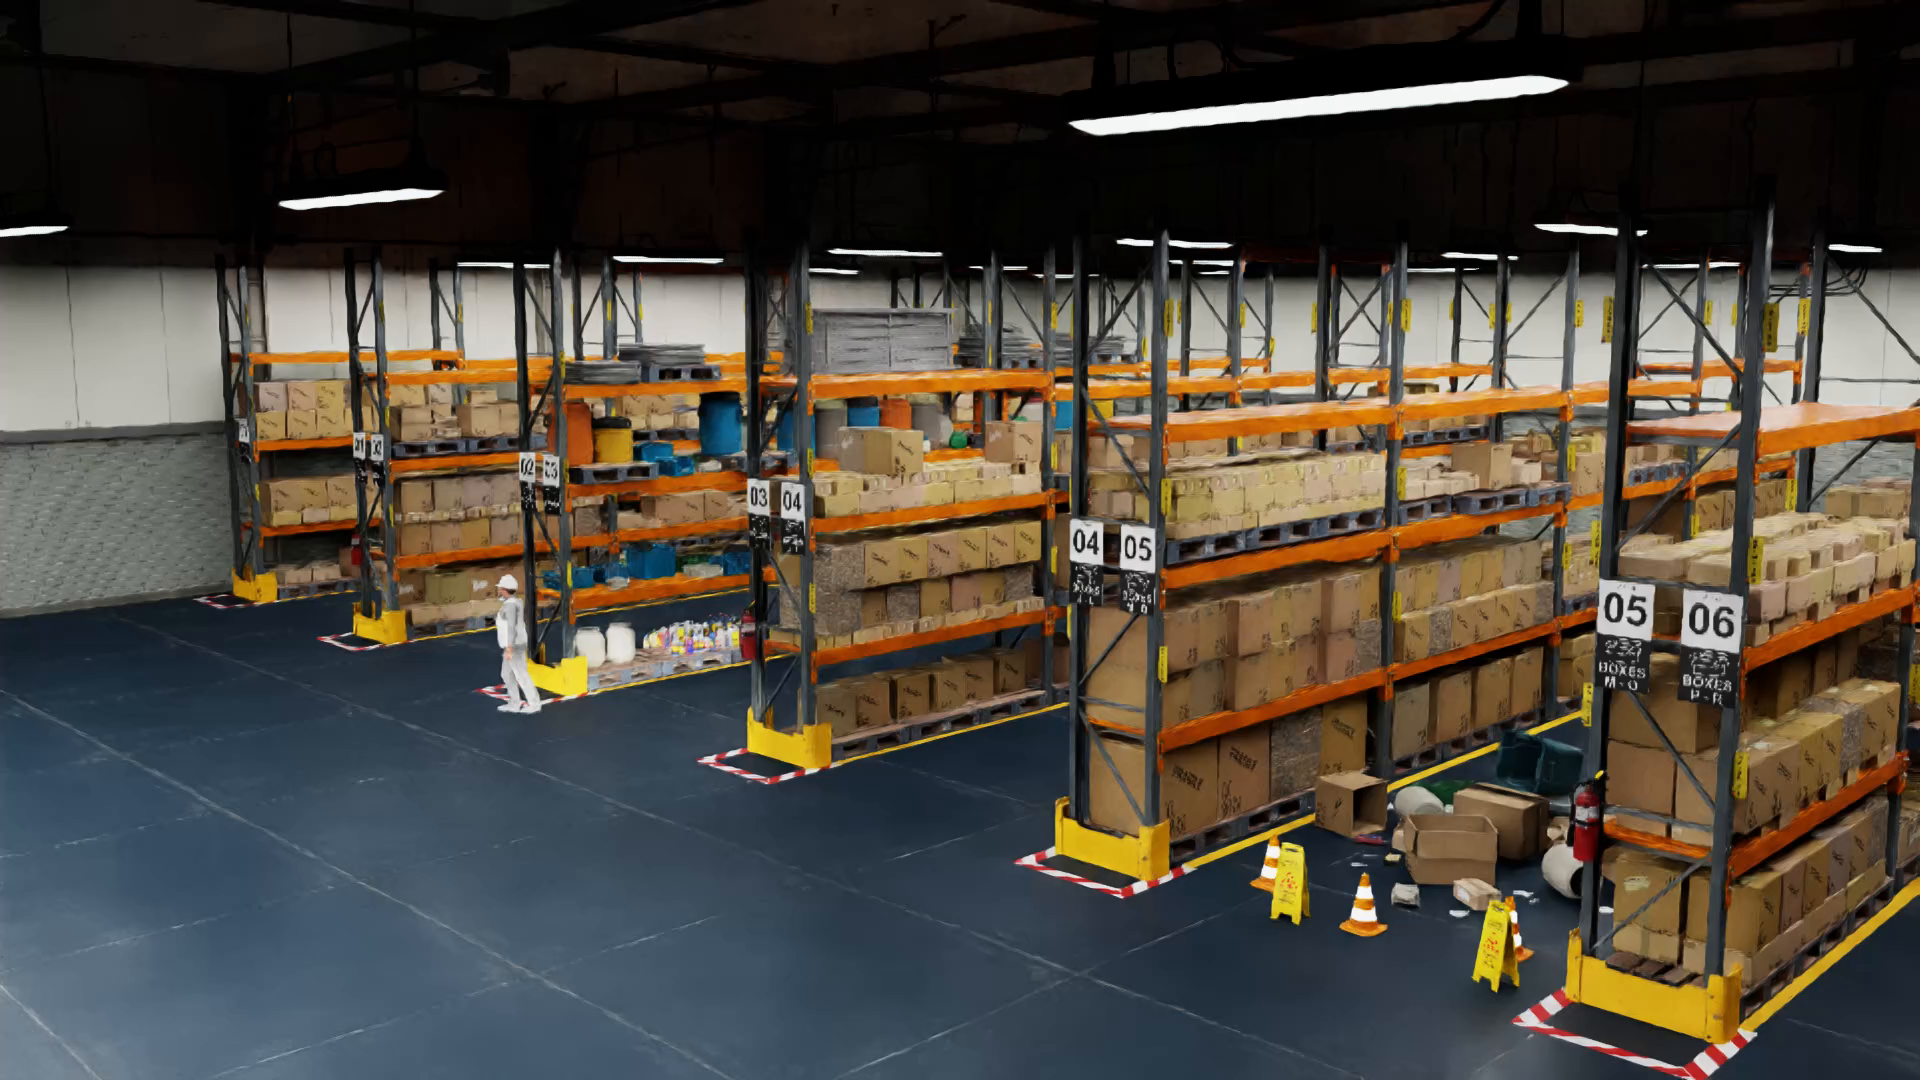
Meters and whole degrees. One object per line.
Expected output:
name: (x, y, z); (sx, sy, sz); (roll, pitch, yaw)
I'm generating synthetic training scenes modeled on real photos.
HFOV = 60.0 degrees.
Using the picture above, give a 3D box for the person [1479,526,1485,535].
person: (8.453, 0.567, 26.693); (0.682, 1.676, 0.529); (7, 11, 42)

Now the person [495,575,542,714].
person: (-5.622, 1.319, 21.117); (0.570, 1.761, 0.557); (-1, 8, -9)
